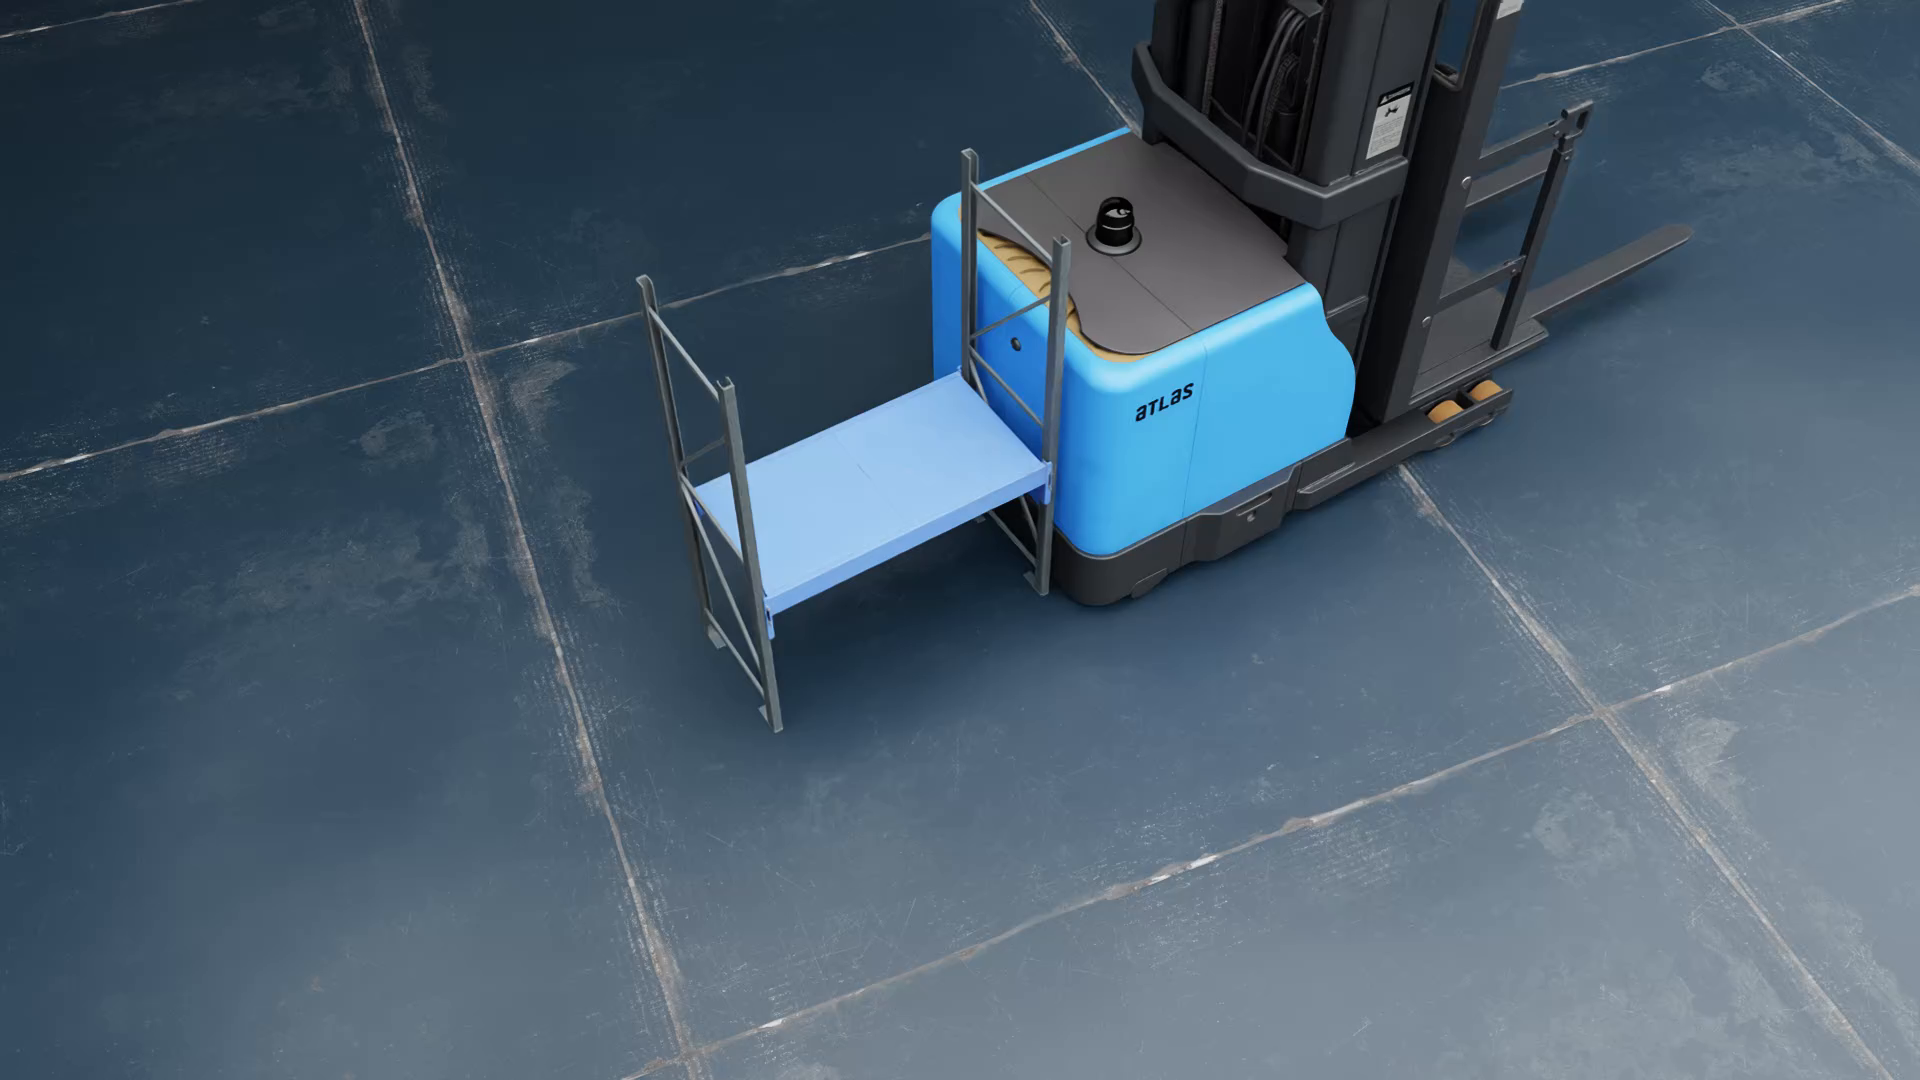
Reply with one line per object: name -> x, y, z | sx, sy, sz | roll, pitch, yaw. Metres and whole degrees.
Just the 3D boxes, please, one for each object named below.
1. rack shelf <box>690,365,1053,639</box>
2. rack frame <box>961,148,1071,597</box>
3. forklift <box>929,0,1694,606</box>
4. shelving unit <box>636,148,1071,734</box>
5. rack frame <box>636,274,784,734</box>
rack shelf -> -0.276, -0.136, 5.116 | 1.000, 0.185, 0.538 | -26, 54, -21
rack frame -> 0.151, -0.462, 5.158 | 0.032, 1.500, 0.500 | -26, 54, -21
forklift -> 1.412, -1.611, 5.202 | 3.031, 2.935, 1.130 | -26, 54, -20
shelving unit -> -0.276, -0.254, 4.979 | 1.048, 1.500, 0.538 | -26, 54, -21
rack frame -> -0.704, -0.045, 4.800 | 0.032, 1.500, 0.500 | -26, 54, -21
